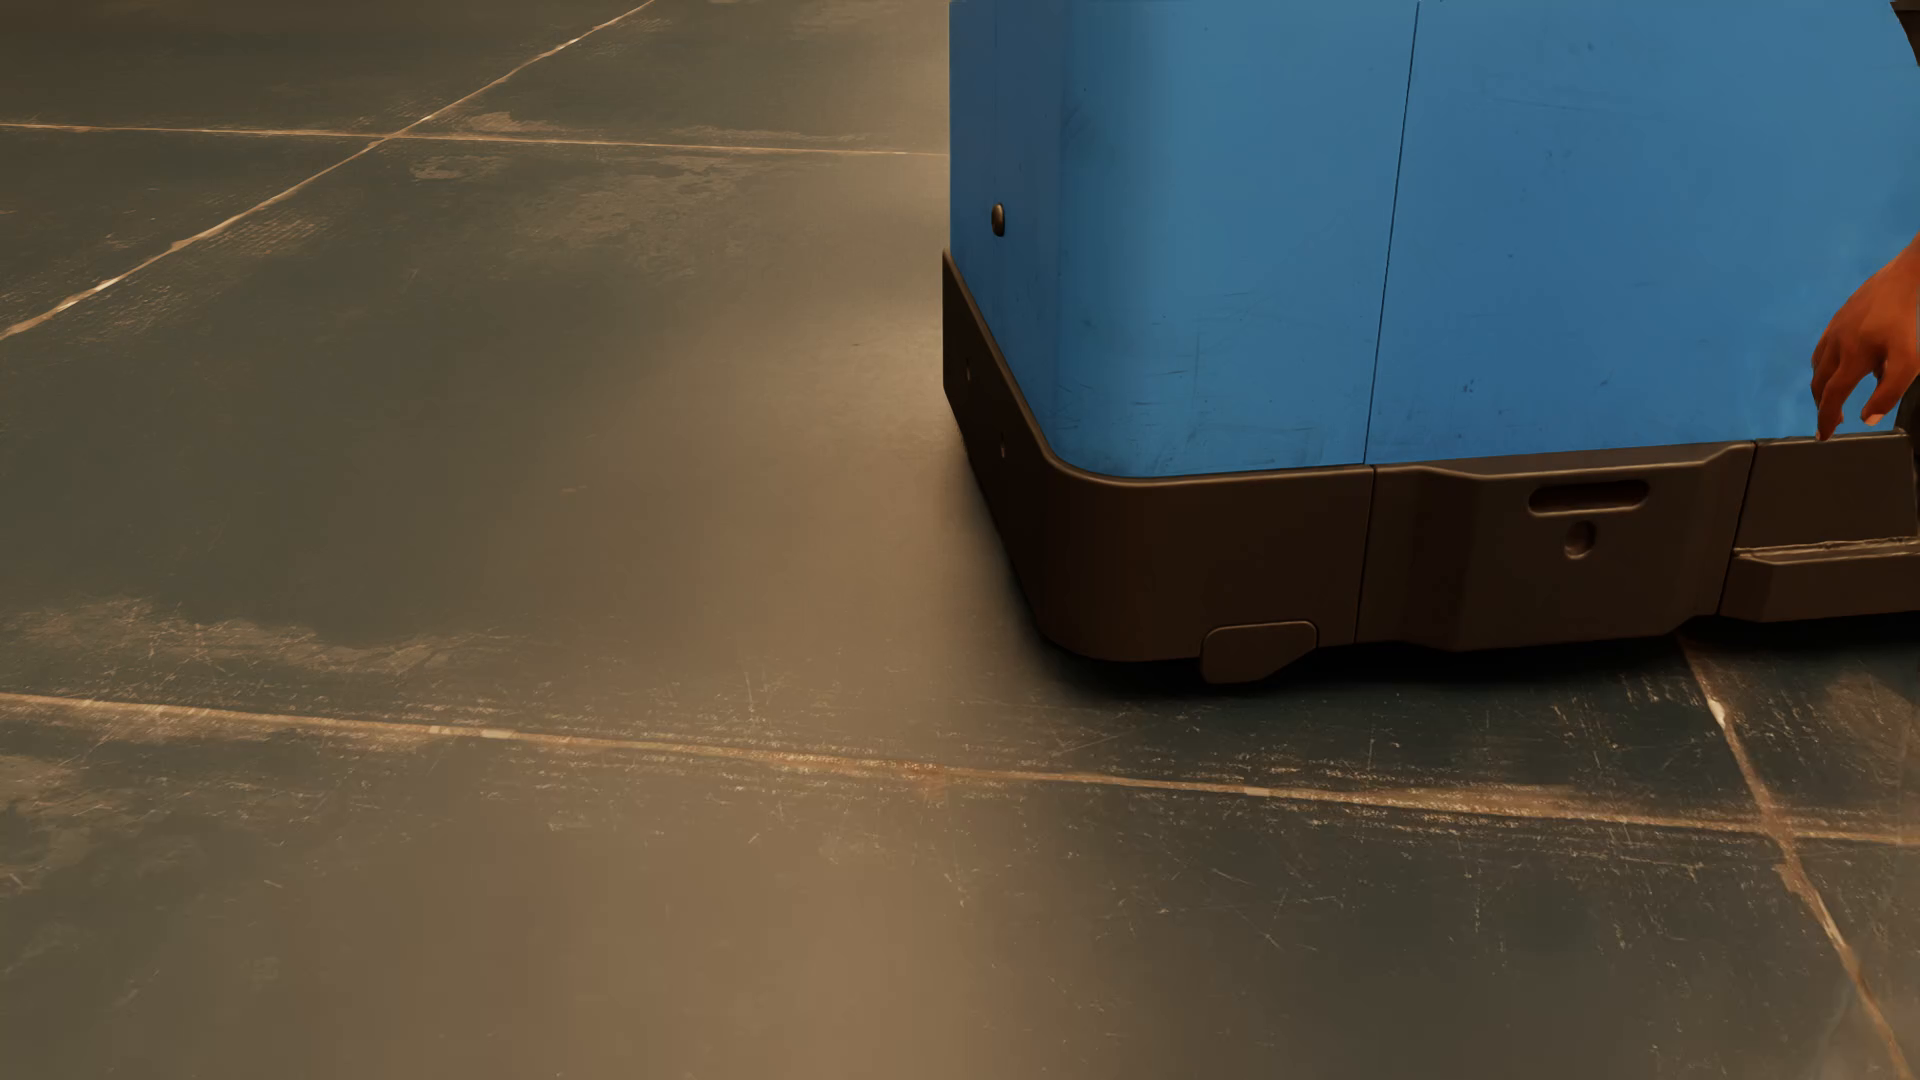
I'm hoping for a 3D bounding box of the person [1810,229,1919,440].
[{"bbox_3d":[0.724,0.054,0.808,0.687,1.453,0.699,18,32,32],"label":"person"}]

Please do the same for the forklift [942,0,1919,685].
[{"bbox_3d":[1.534,-1.425,2.073,3.031,2.935,1.130,-4,27,-8],"label":"forklift"}]
